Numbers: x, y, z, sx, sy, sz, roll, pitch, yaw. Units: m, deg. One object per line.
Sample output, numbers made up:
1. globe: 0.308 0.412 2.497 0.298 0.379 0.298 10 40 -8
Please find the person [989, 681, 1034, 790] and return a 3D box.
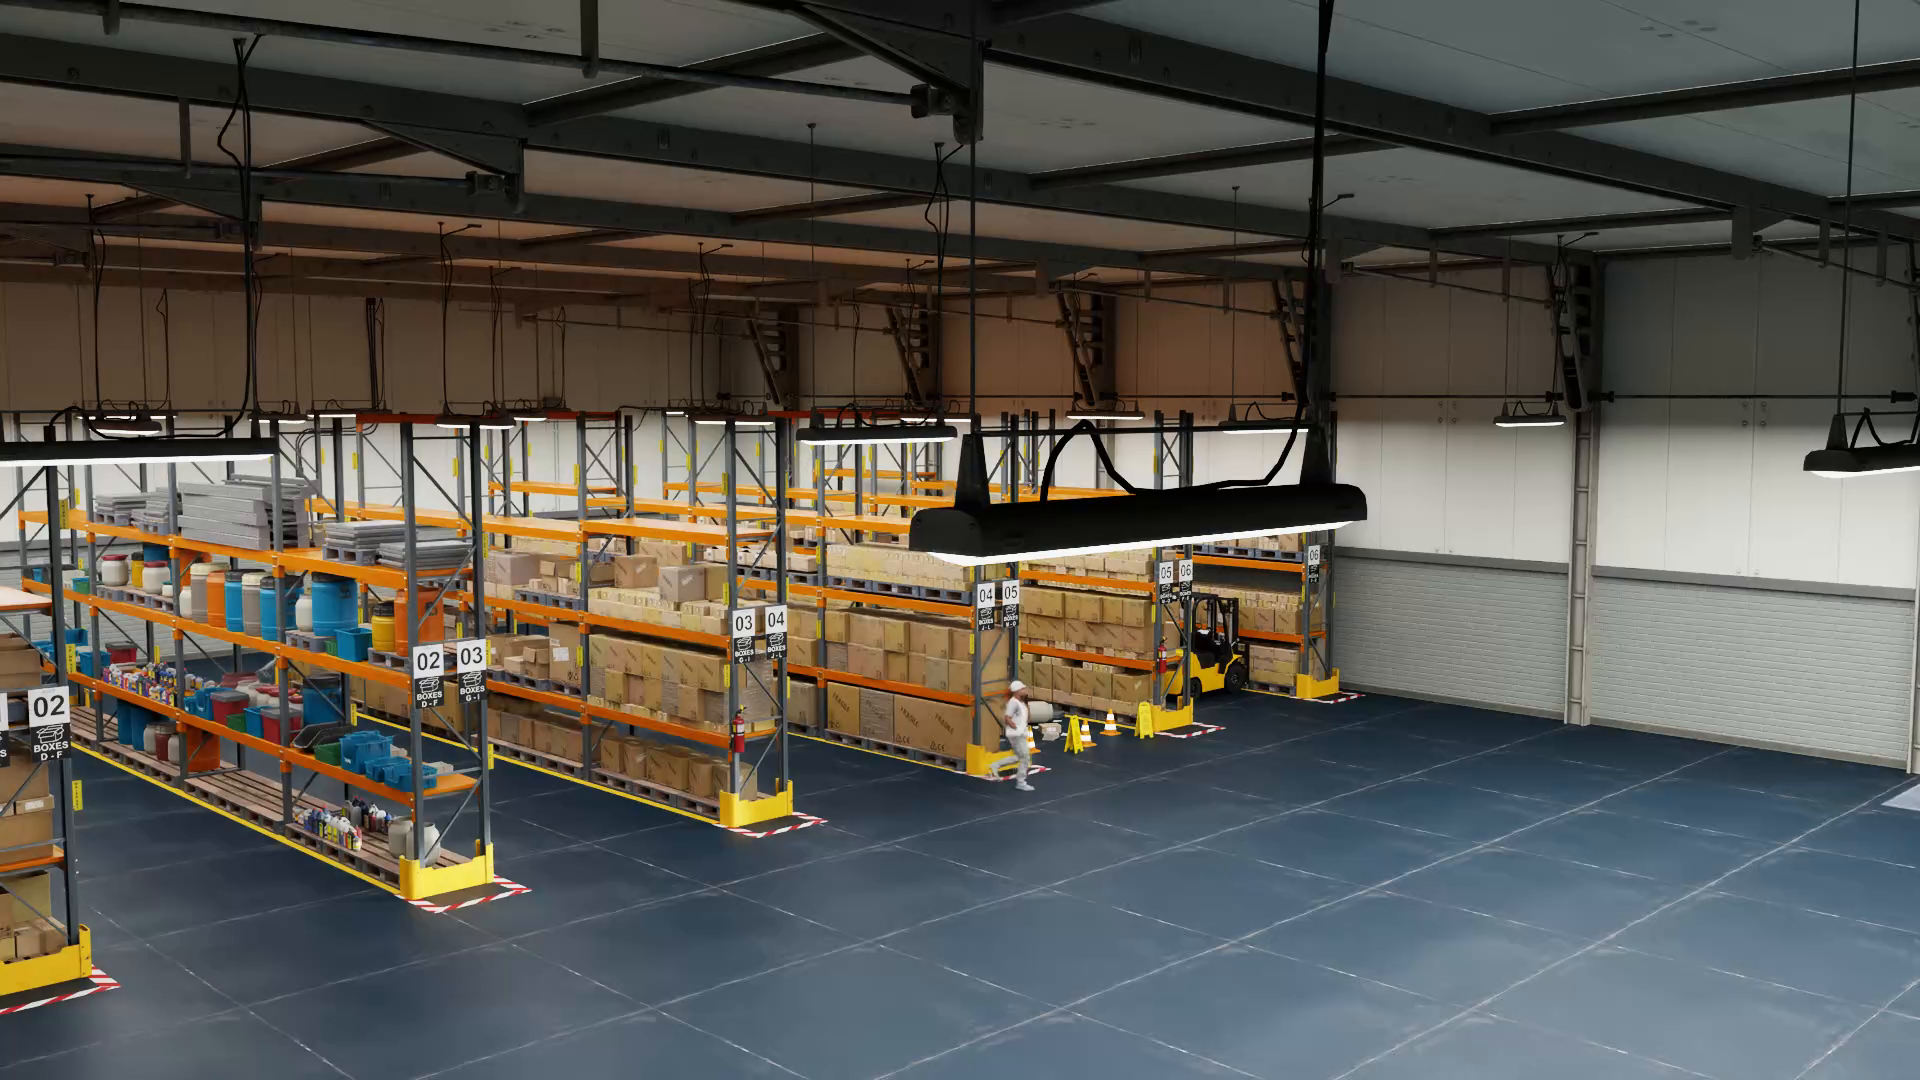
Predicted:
1. person: 0.836 3.142 26.850 0.755 1.759 0.712 1 5 7
